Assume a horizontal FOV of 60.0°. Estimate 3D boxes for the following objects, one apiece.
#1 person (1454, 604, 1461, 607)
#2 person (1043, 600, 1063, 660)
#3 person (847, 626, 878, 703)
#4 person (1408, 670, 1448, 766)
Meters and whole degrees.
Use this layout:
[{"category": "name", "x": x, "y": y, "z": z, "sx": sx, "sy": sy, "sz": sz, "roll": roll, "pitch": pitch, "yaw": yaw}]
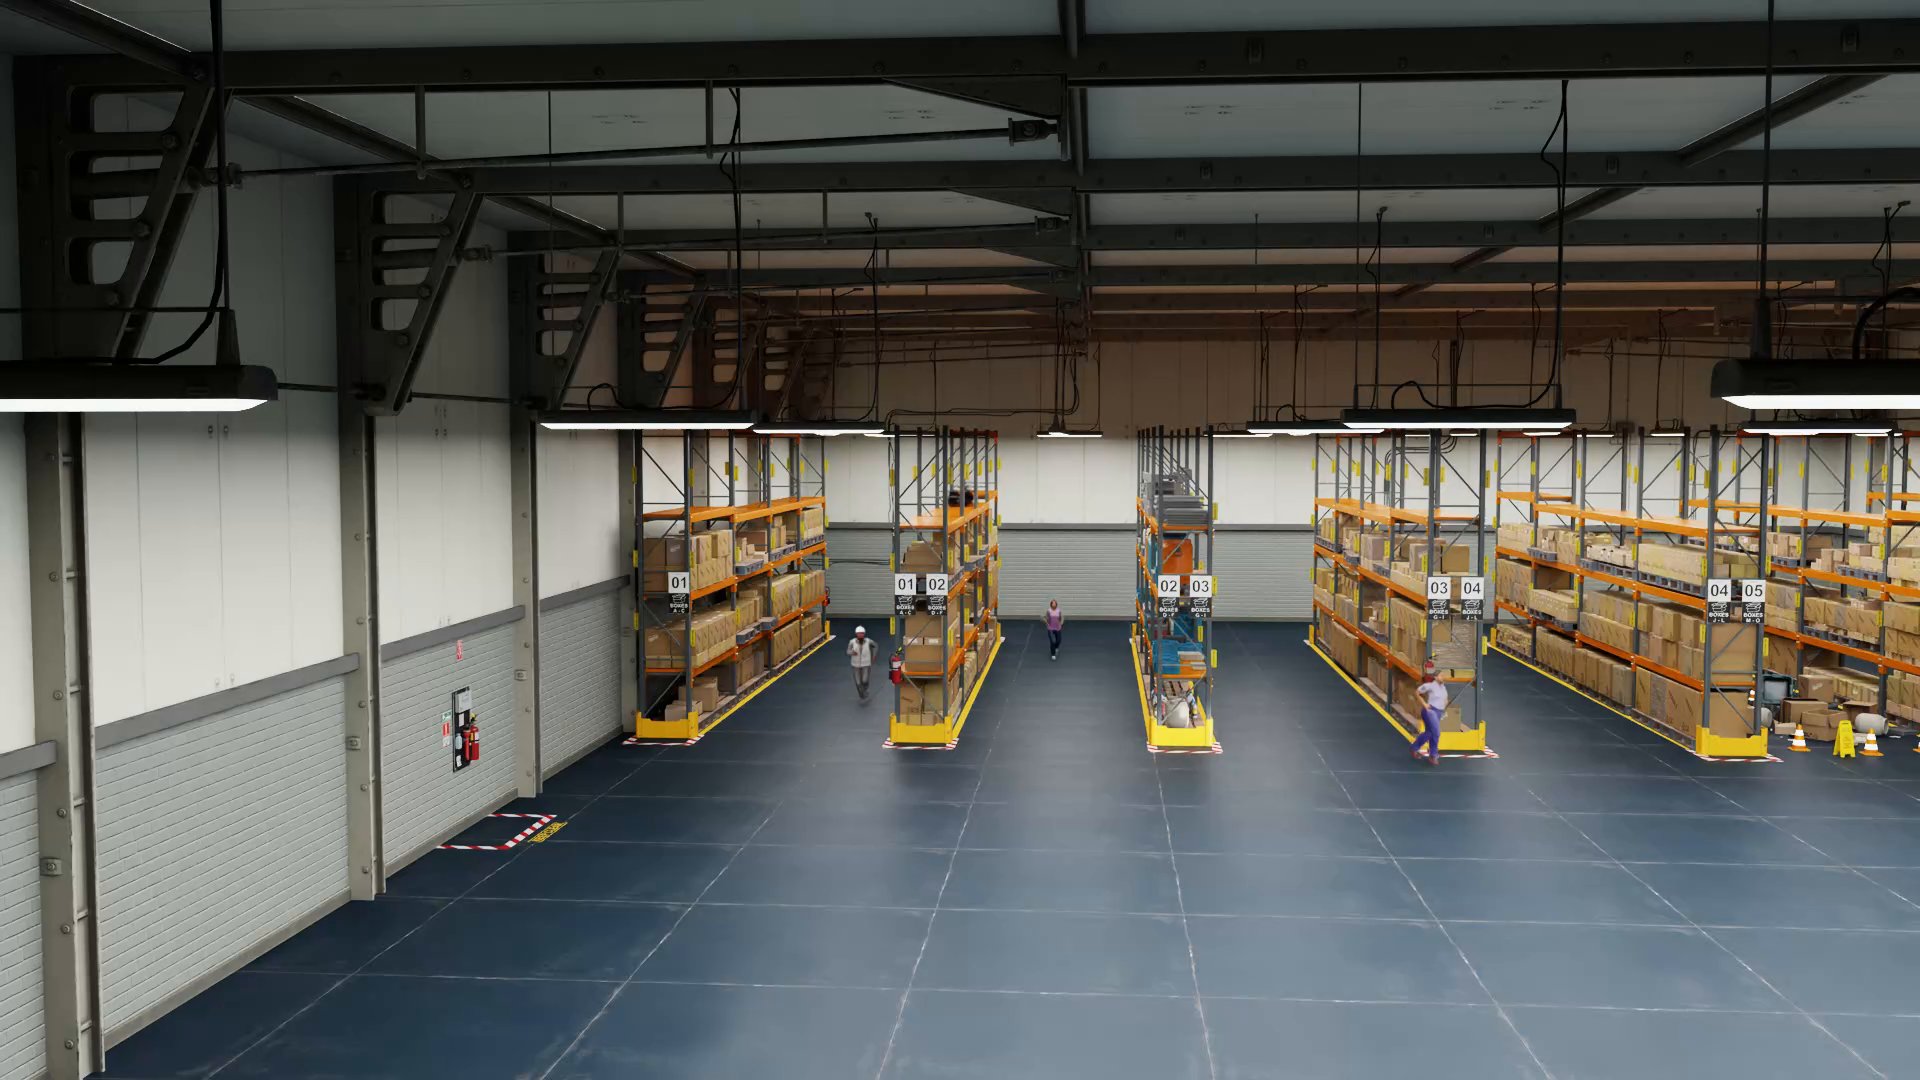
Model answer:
[{"category": "person", "x": 13.917, "y": 2.067, "z": 46.800, "sx": 0.658, "sy": 1.713, "sz": 0.747, "roll": -3, "pitch": 5, "yaw": -44}, {"category": "person", "x": 2.448, "y": 2.339, "z": 43.404, "sx": 0.533, "sy": 1.550, "sz": 0.562, "roll": 0, "pitch": 3, "yaw": -5}, {"category": "person", "x": -2.113, "y": 2.702, "z": 35.851, "sx": 0.646, "sy": 1.703, "sz": 0.774, "roll": 0, "pitch": 3, "yaw": 4}, {"category": "person", "x": 8.389, "y": 3.157, "z": 29.656, "sx": 0.627, "sy": 1.690, "sz": 0.750, "roll": -3, "pitch": 5, "yaw": -41}]
